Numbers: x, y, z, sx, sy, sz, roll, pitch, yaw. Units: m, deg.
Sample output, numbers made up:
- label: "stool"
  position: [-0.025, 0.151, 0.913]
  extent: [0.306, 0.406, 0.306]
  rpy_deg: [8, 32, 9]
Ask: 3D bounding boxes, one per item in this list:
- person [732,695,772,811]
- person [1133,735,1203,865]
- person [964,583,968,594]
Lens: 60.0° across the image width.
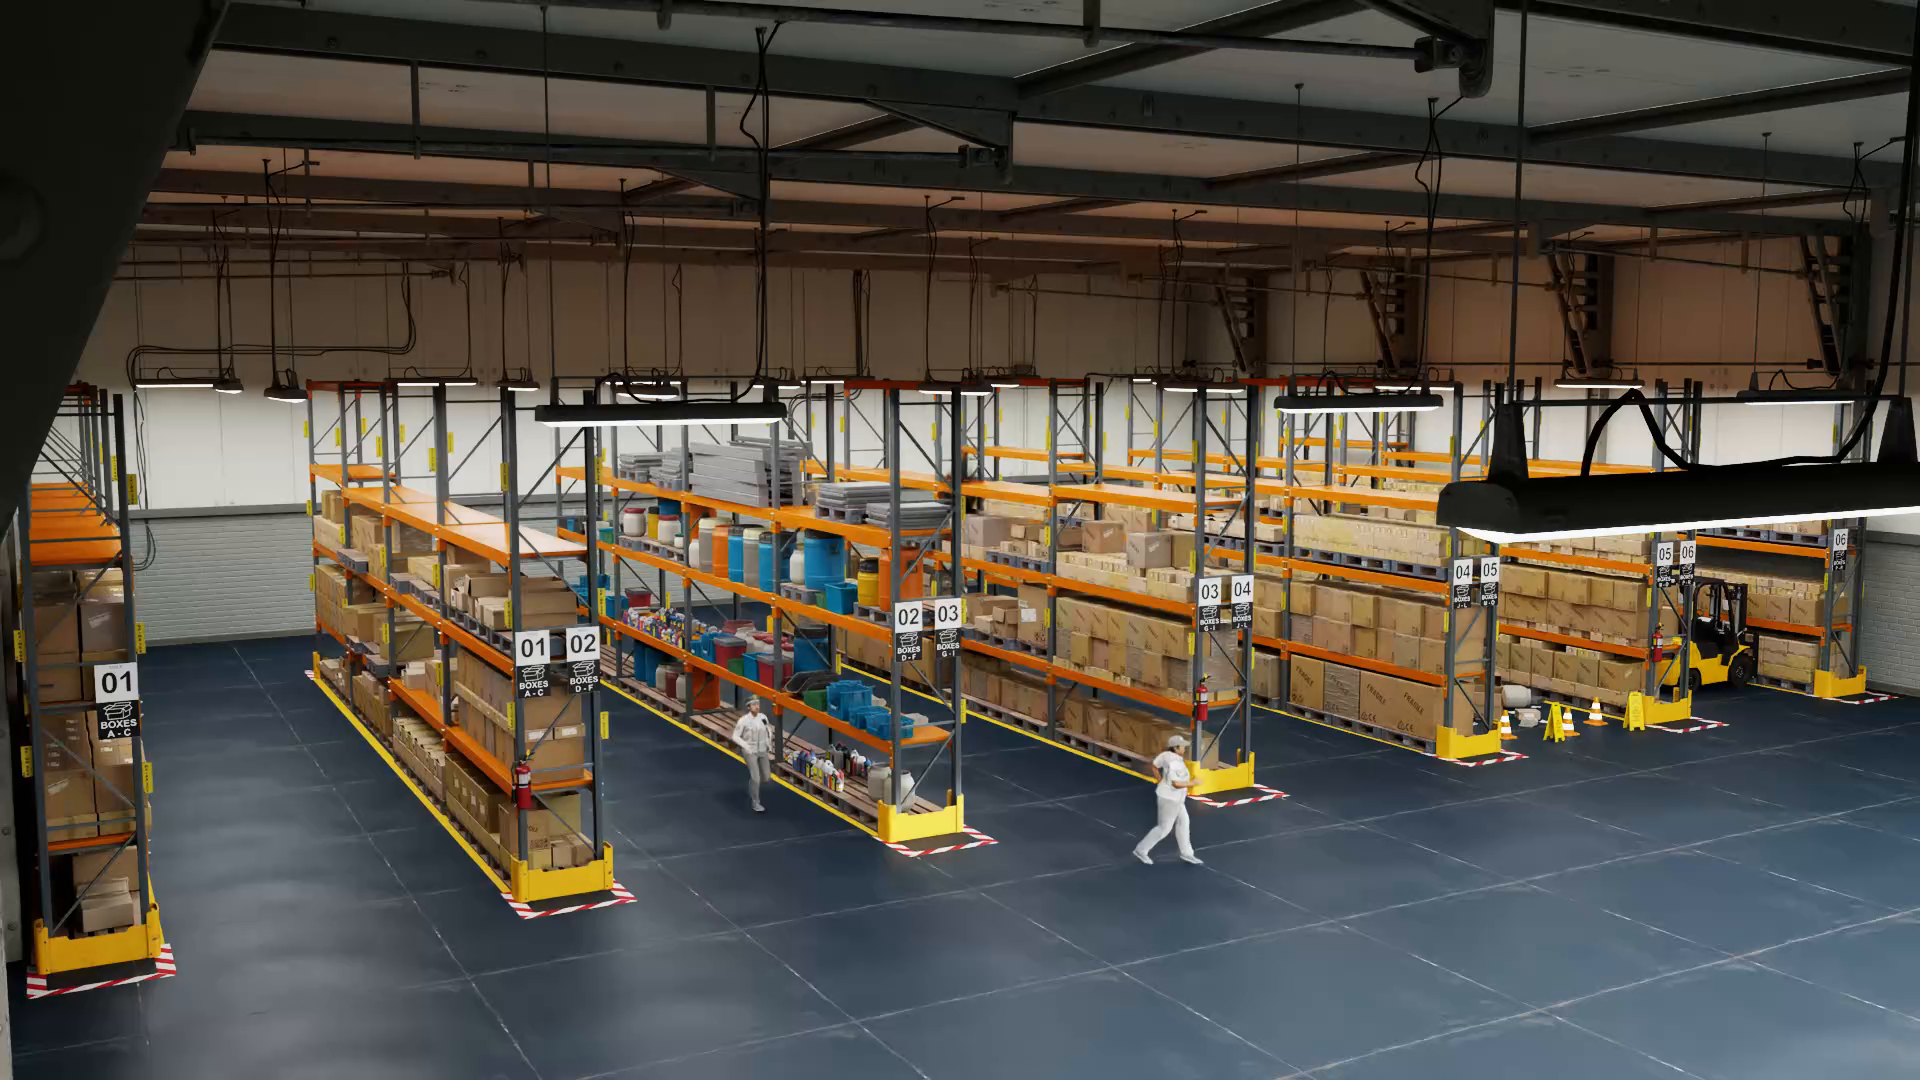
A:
- label: "person"
  position: [-2.930, 3.004, 23.614]
  extent: [0.607, 1.641, 0.567]
  rpy_deg: [-4, 7, -33]
- label: "person"
  position: [2.621, 3.266, 20.883]
  extent: [0.901, 1.652, 0.568]
  rpy_deg: [0, 6, 1]
- label: "person"
  position: [-0.098, 1.447, 38.294]
  extent: [0.618, 1.679, 0.609]
  rpy_deg: [-2, 7, -22]
